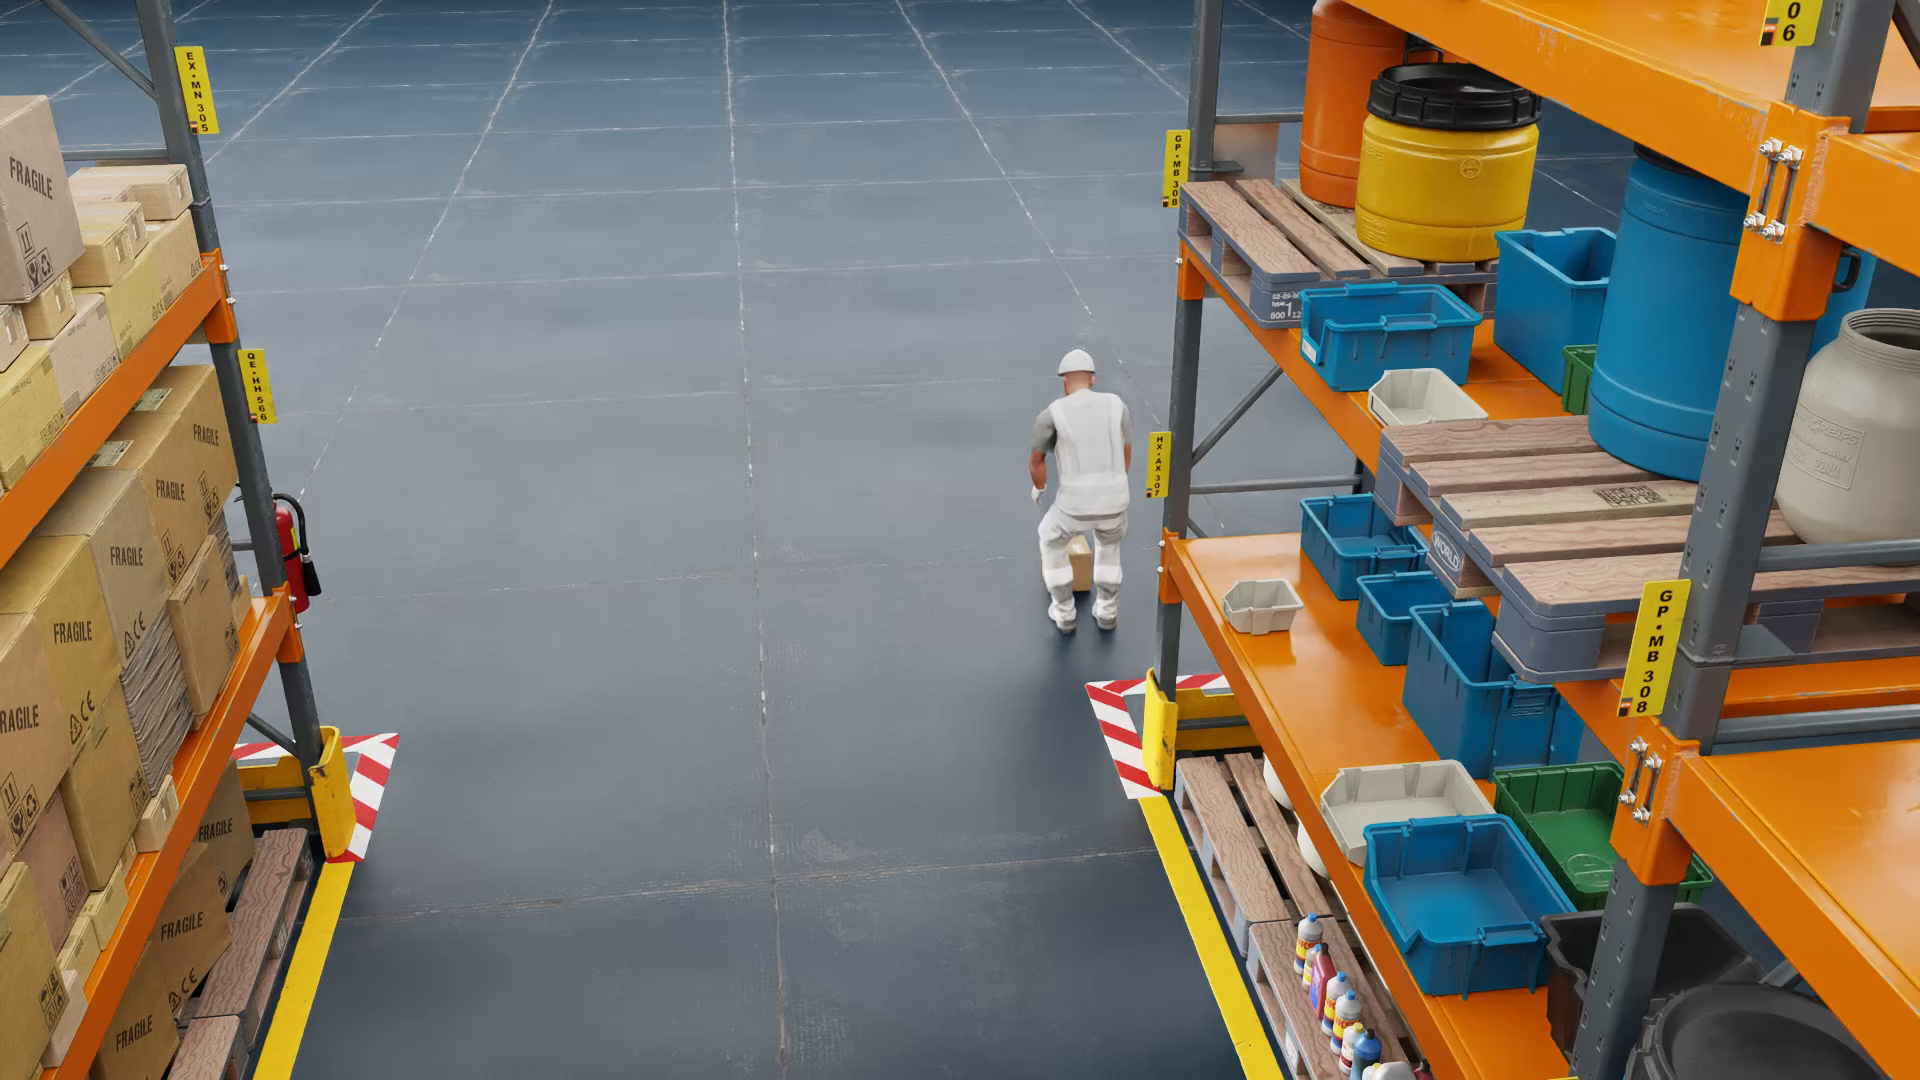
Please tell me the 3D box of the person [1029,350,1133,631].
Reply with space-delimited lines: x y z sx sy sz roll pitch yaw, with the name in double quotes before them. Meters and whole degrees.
"person" 0.673 -0.252 9.320 0.575 1.580 0.647 -3 27 -7
